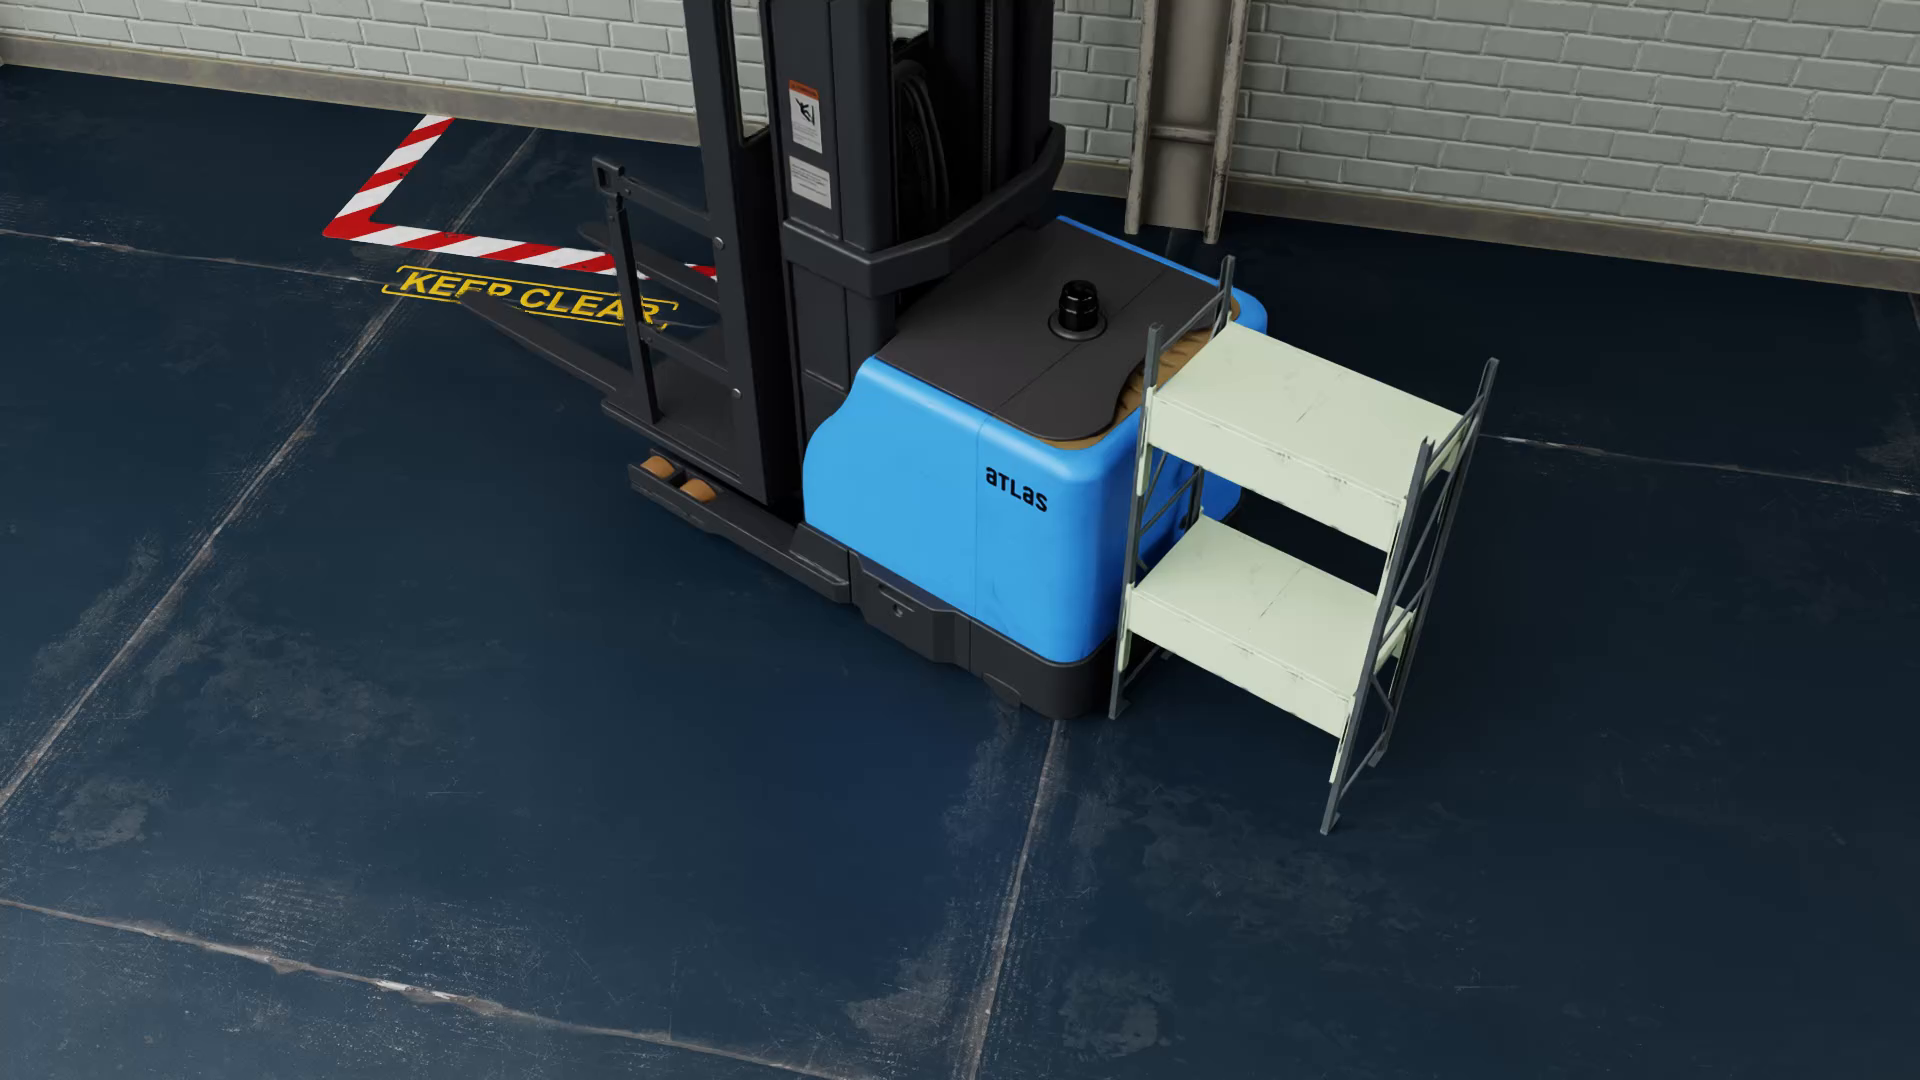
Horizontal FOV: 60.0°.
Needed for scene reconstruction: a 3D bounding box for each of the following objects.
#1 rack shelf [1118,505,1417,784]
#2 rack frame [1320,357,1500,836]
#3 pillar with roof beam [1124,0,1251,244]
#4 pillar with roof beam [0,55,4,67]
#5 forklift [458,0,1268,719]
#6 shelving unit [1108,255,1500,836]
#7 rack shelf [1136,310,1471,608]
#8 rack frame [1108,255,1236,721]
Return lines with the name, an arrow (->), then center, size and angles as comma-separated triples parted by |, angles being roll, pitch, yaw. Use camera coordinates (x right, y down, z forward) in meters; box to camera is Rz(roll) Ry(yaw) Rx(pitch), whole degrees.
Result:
rack shelf -> 0.885, 0.292, 4.832 | 0.720, 0.370, 0.431 | 27, 50, 25
rack frame -> 1.182, 0.209, 4.451 | 0.023, 1.500, 0.400 | 27, 50, 25
pillar with roof beam -> -0.011, -1.716, 1.044 | 0.400, 9.000, 9.100 | 9, 45, 9
pillar with roof beam -> -5.866, -2.625, 1.988 | 0.400, 9.000, 9.100 | 9, 45, 9
forklift -> -0.537, -1.362, 5.052 | 3.031, 2.935, 1.130 | 29, 51, 26
shelving unit -> 0.887, 0.058, 4.606 | 0.755, 1.500, 0.431 | 27, 50, 25
rack shelf -> 0.889, -0.223, 4.334 | 0.720, 0.370, 0.431 | 27, 50, 25
rack frame -> 0.592, -0.094, 4.760 | 0.023, 1.500, 0.400 | 27, 50, 25
